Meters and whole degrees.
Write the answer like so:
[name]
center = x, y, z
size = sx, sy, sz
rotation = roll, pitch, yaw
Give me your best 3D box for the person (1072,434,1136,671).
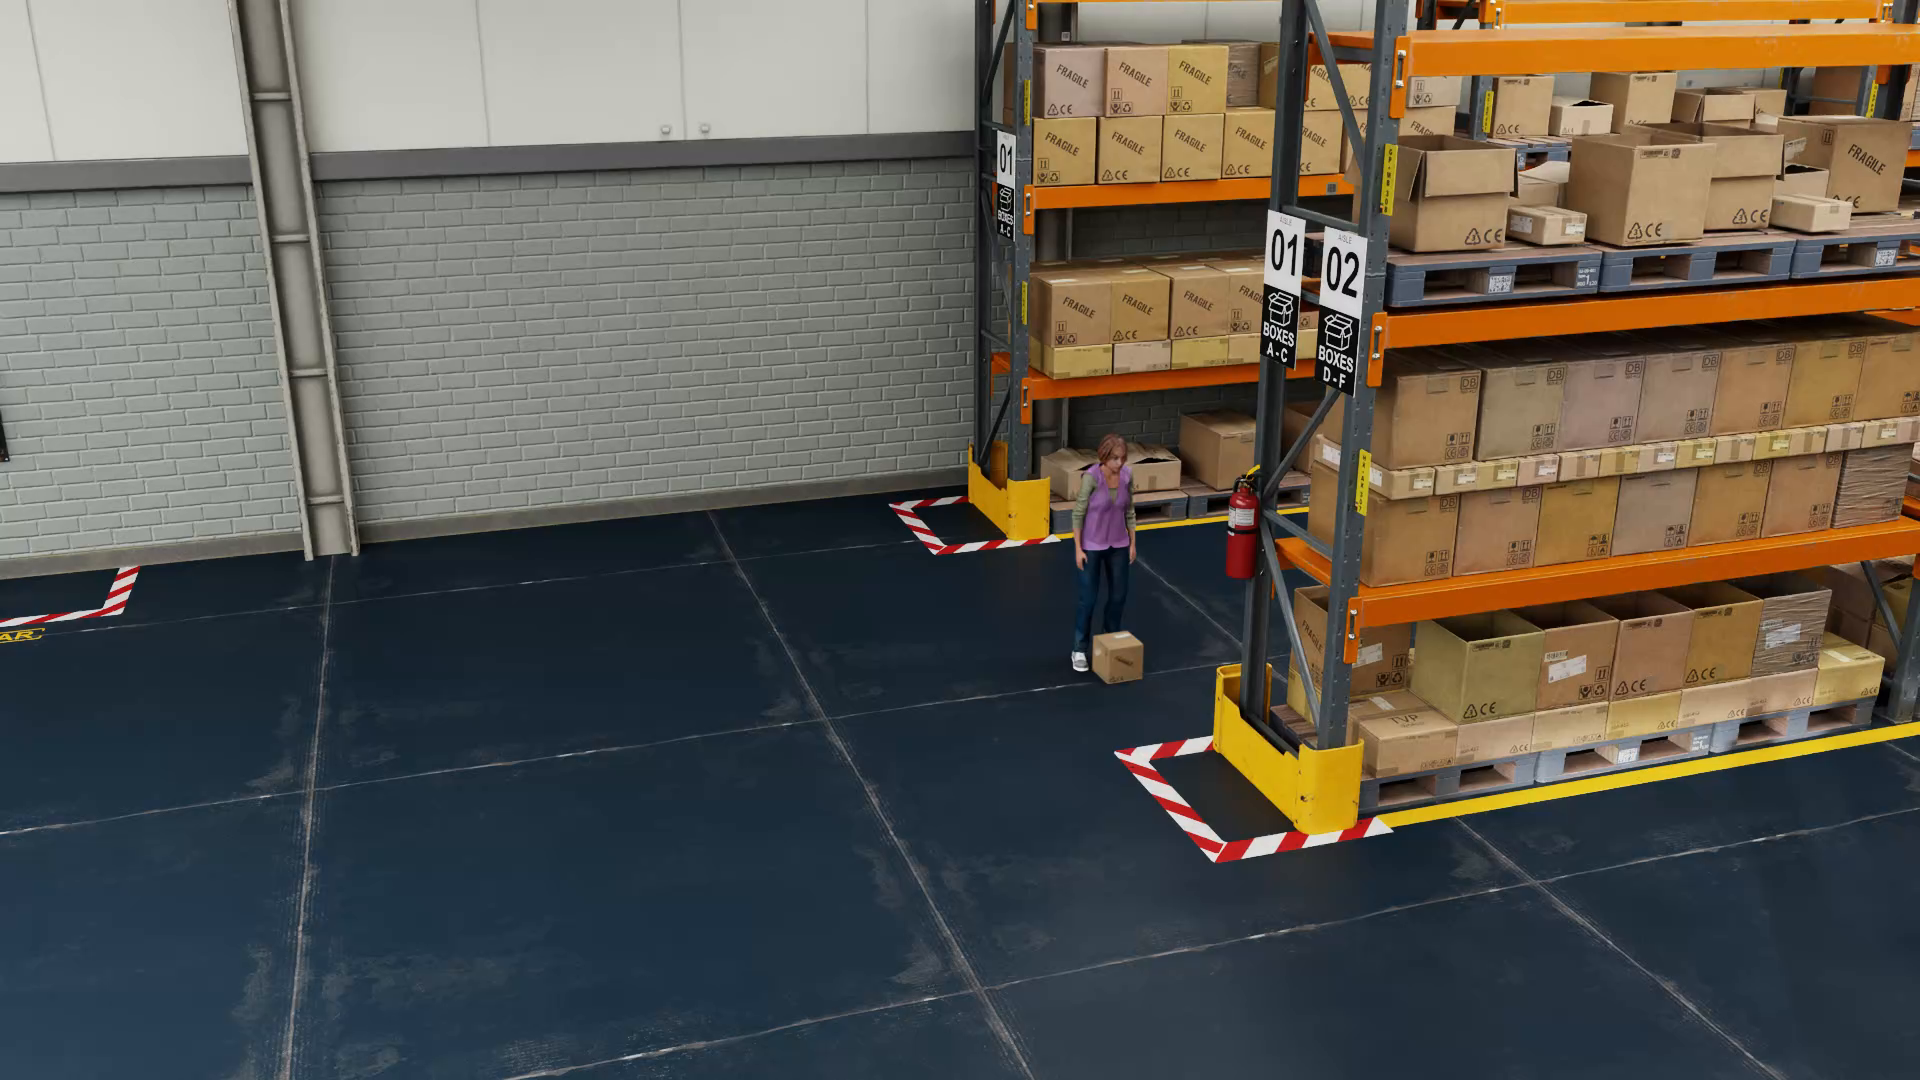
[person]
center = 0.946, 0.062, 10.912
size = 0.464, 1.591, 0.345
rotation = -7, 21, -19
